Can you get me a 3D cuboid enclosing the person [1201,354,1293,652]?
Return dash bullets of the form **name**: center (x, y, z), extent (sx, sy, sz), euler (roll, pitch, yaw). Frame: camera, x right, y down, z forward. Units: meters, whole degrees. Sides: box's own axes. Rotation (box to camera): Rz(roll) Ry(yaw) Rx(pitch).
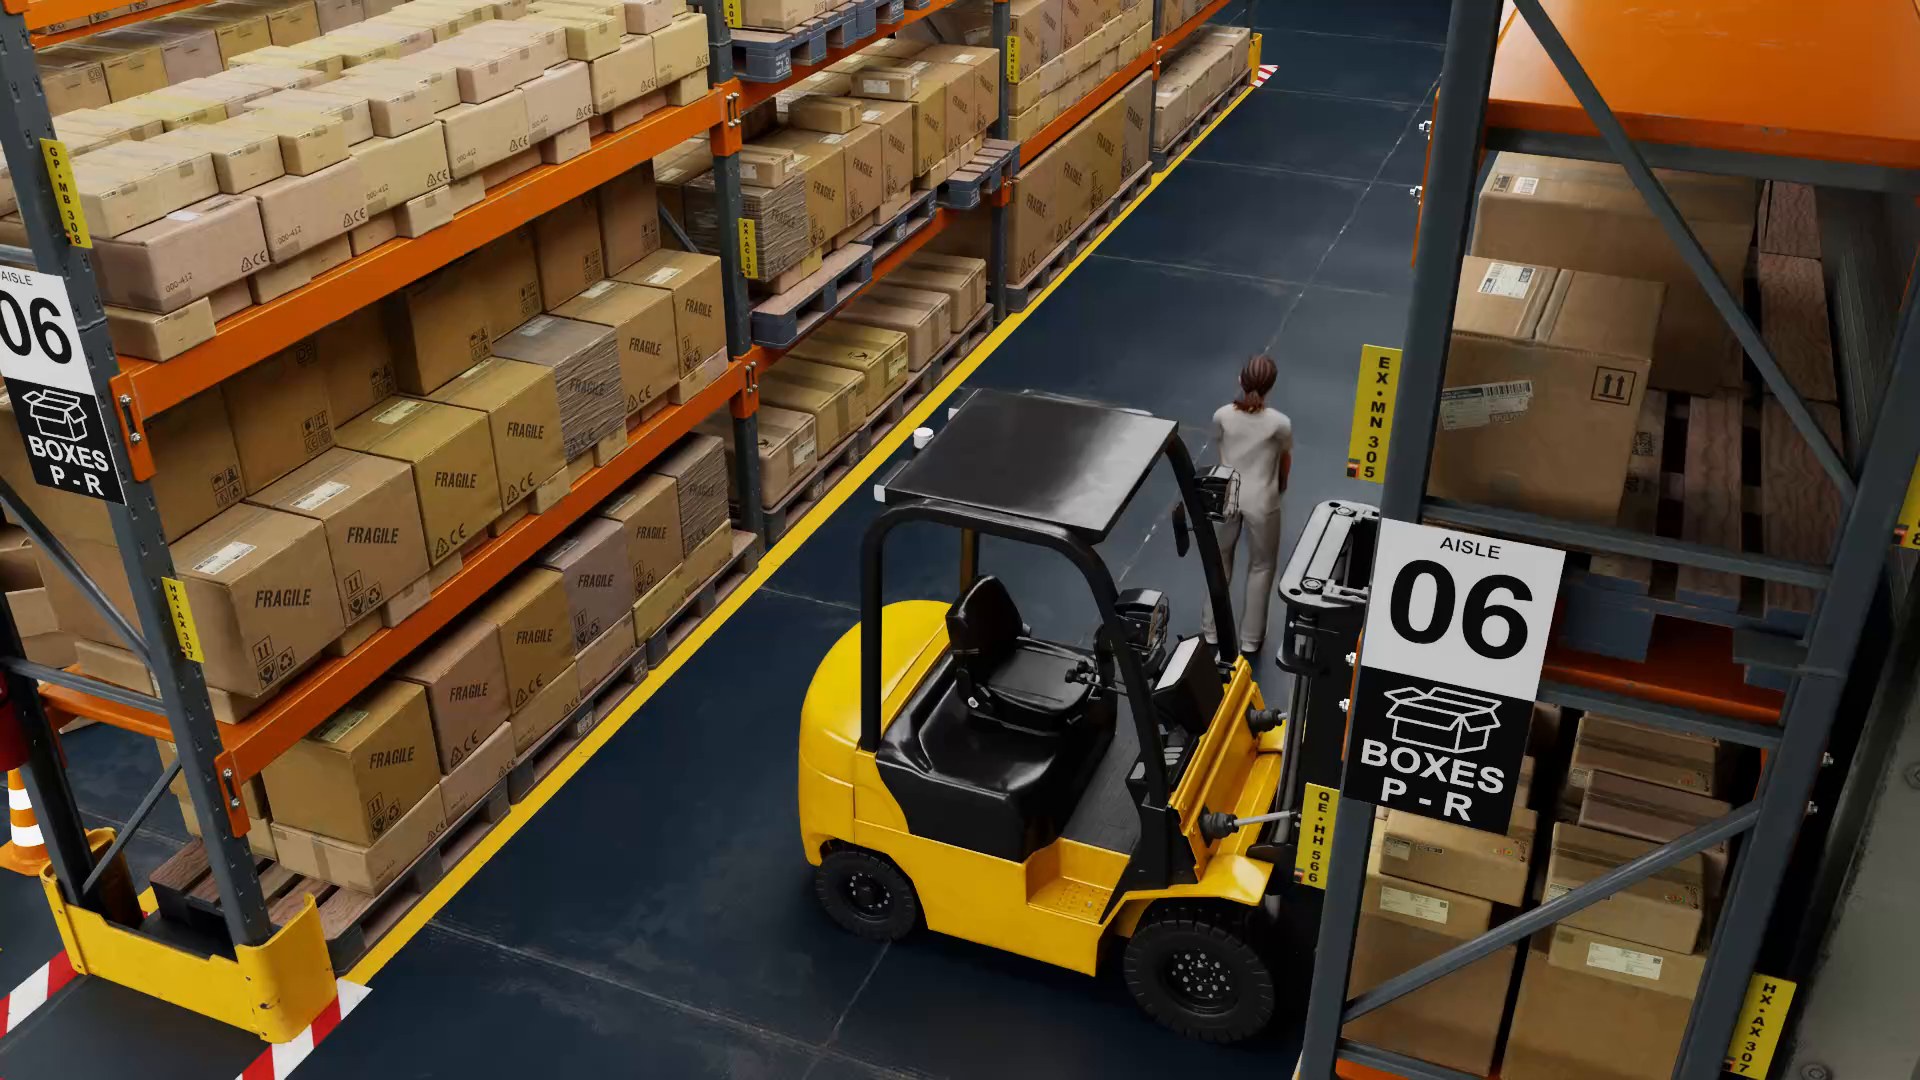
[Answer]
- **person**: center (1.526, -0.225, 8.803), extent (0.411, 1.666, 0.506), euler (11, 31, 18)
